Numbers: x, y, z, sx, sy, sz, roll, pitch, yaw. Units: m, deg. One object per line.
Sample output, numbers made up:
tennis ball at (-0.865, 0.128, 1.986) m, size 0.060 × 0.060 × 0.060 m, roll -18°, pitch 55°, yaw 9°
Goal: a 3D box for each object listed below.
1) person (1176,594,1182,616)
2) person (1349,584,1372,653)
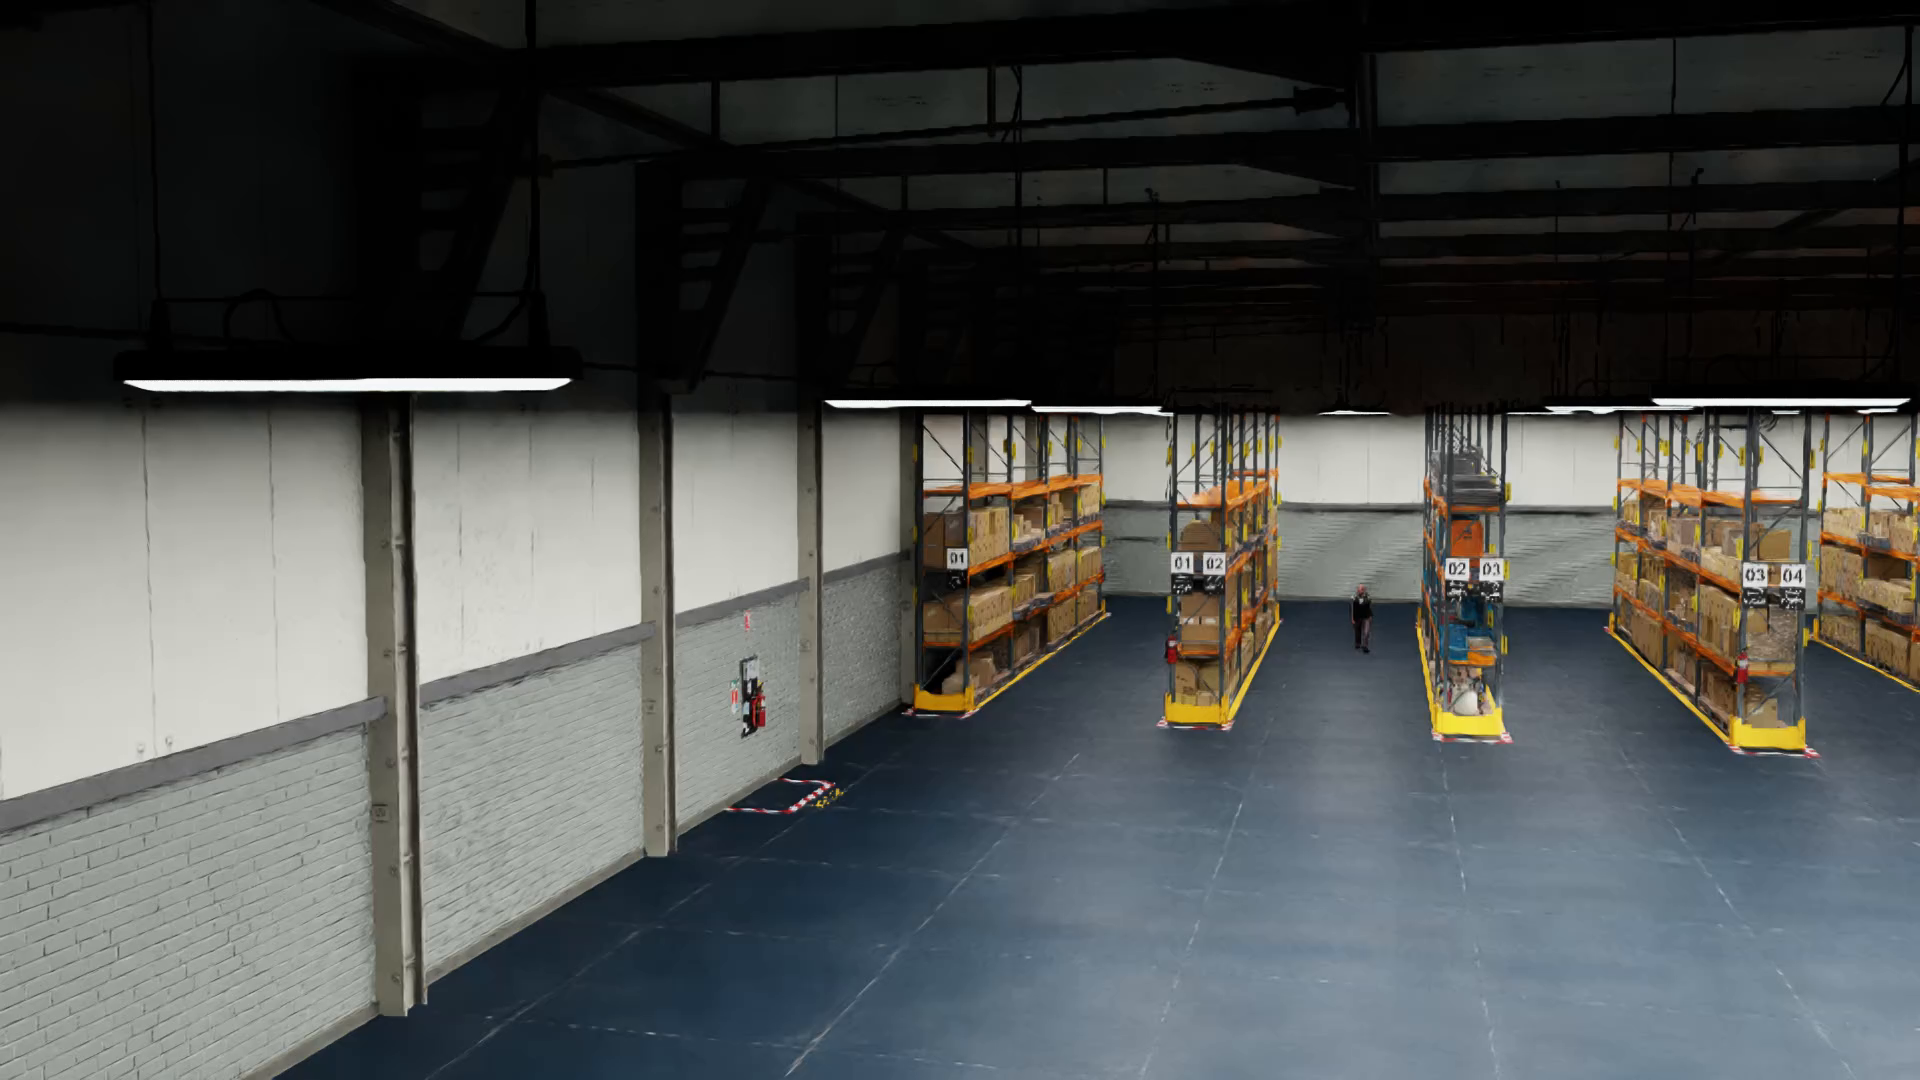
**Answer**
person at (6.408, 1.450, 47.547) m, size 0.566 × 1.541 × 0.519 m, roll 1°, pitch 4°, yaw 11°
person at (9.786, 1.890, 40.626) m, size 0.543 × 1.648 × 1.115 m, roll 1°, pitch 4°, yaw 16°
